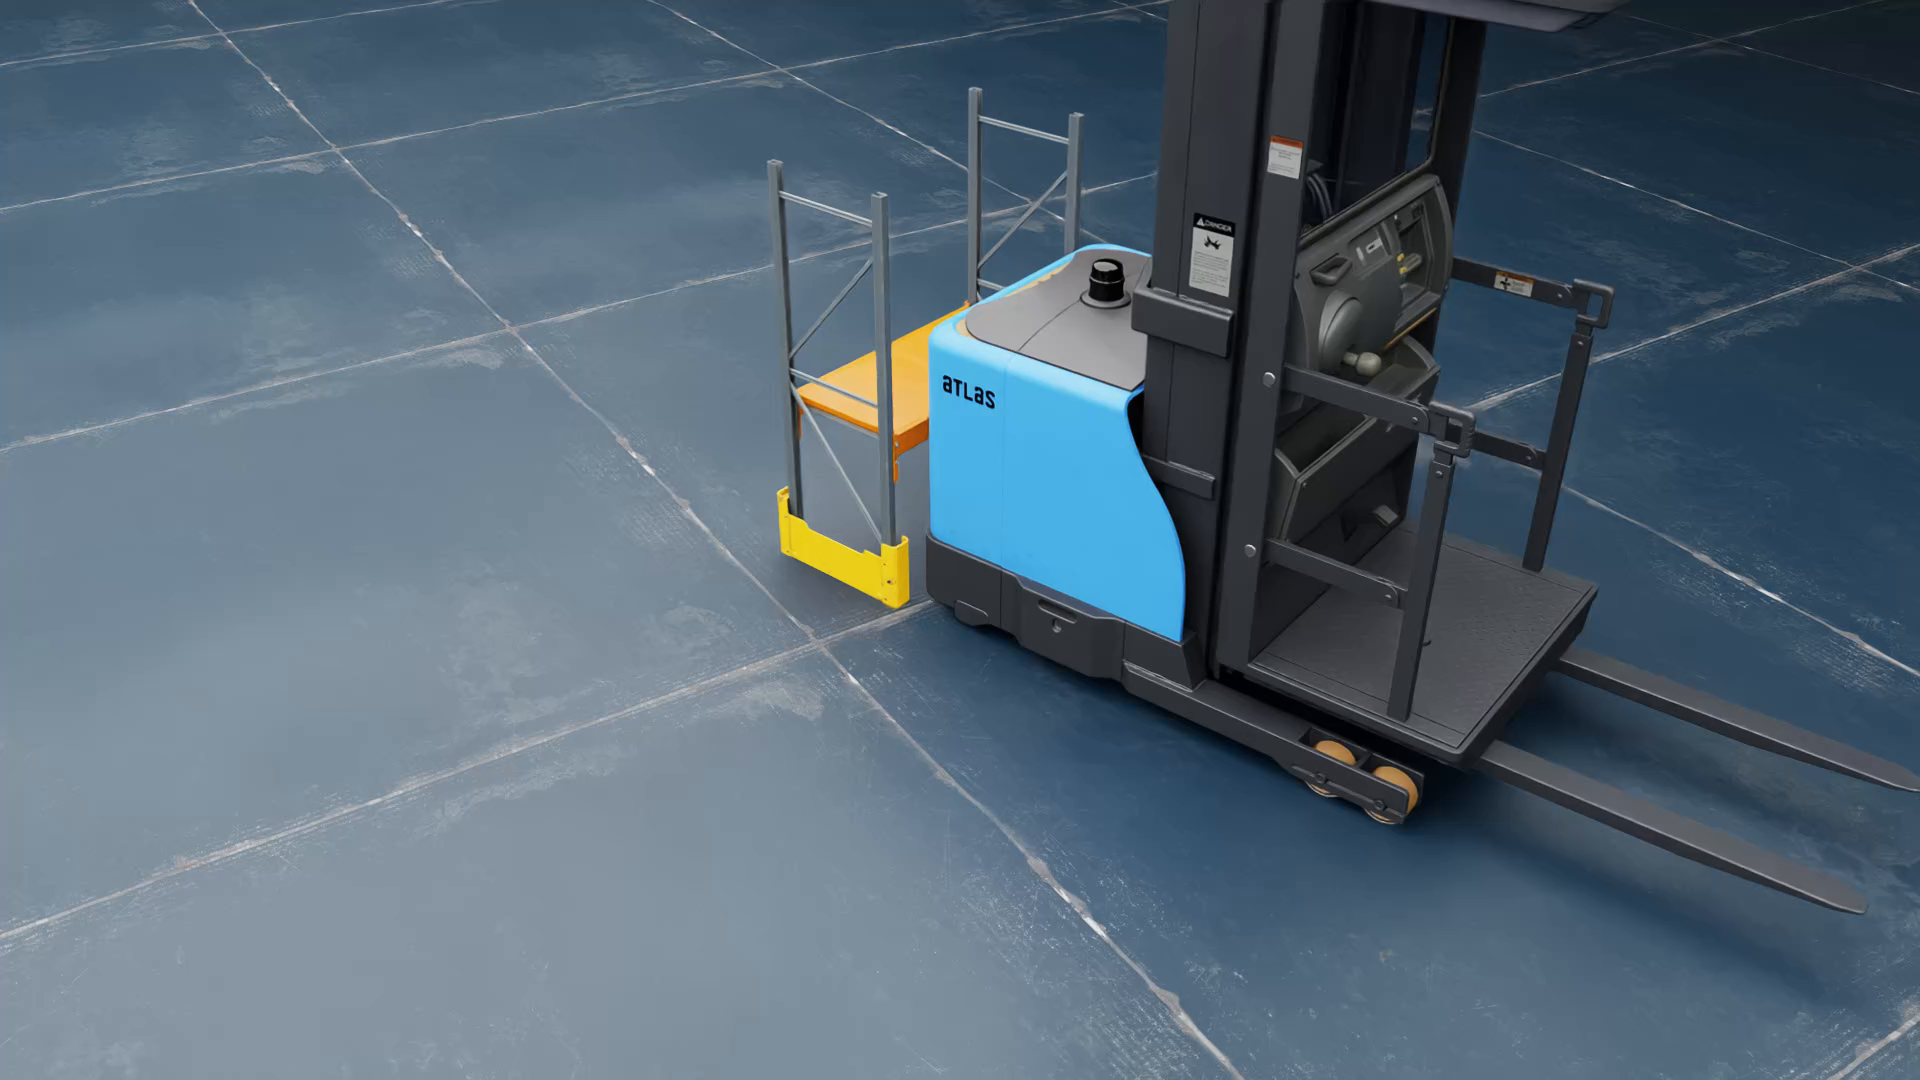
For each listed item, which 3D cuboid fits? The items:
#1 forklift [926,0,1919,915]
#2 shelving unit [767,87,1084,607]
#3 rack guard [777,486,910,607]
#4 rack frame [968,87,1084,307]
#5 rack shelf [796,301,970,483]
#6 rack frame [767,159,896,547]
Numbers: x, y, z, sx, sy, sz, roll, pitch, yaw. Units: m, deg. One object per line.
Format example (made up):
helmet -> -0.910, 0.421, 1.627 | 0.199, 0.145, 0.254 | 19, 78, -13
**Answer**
forklift -> 1.353, -0.723, 4.648 | 3.031, 2.935, 1.130 | 23, 39, 32
shelving unit -> -0.102, -0.713, 5.975 | 0.587, 1.500, 1.083 | 24, 39, 33
rack guard -> -0.422, 0.019, 5.986 | 0.587, 0.250, 0.087 | 24, 39, 33
rack frame -> 0.231, -0.924, 6.310 | 0.500, 1.500, 0.032 | 24, 39, 33
rack shelf -> -0.096, -0.565, 6.076 | 0.538, 0.185, 1.000 | 24, 39, 33
rack frame -> -0.423, -0.509, 5.651 | 0.500, 1.500, 0.032 | 24, 39, 33
